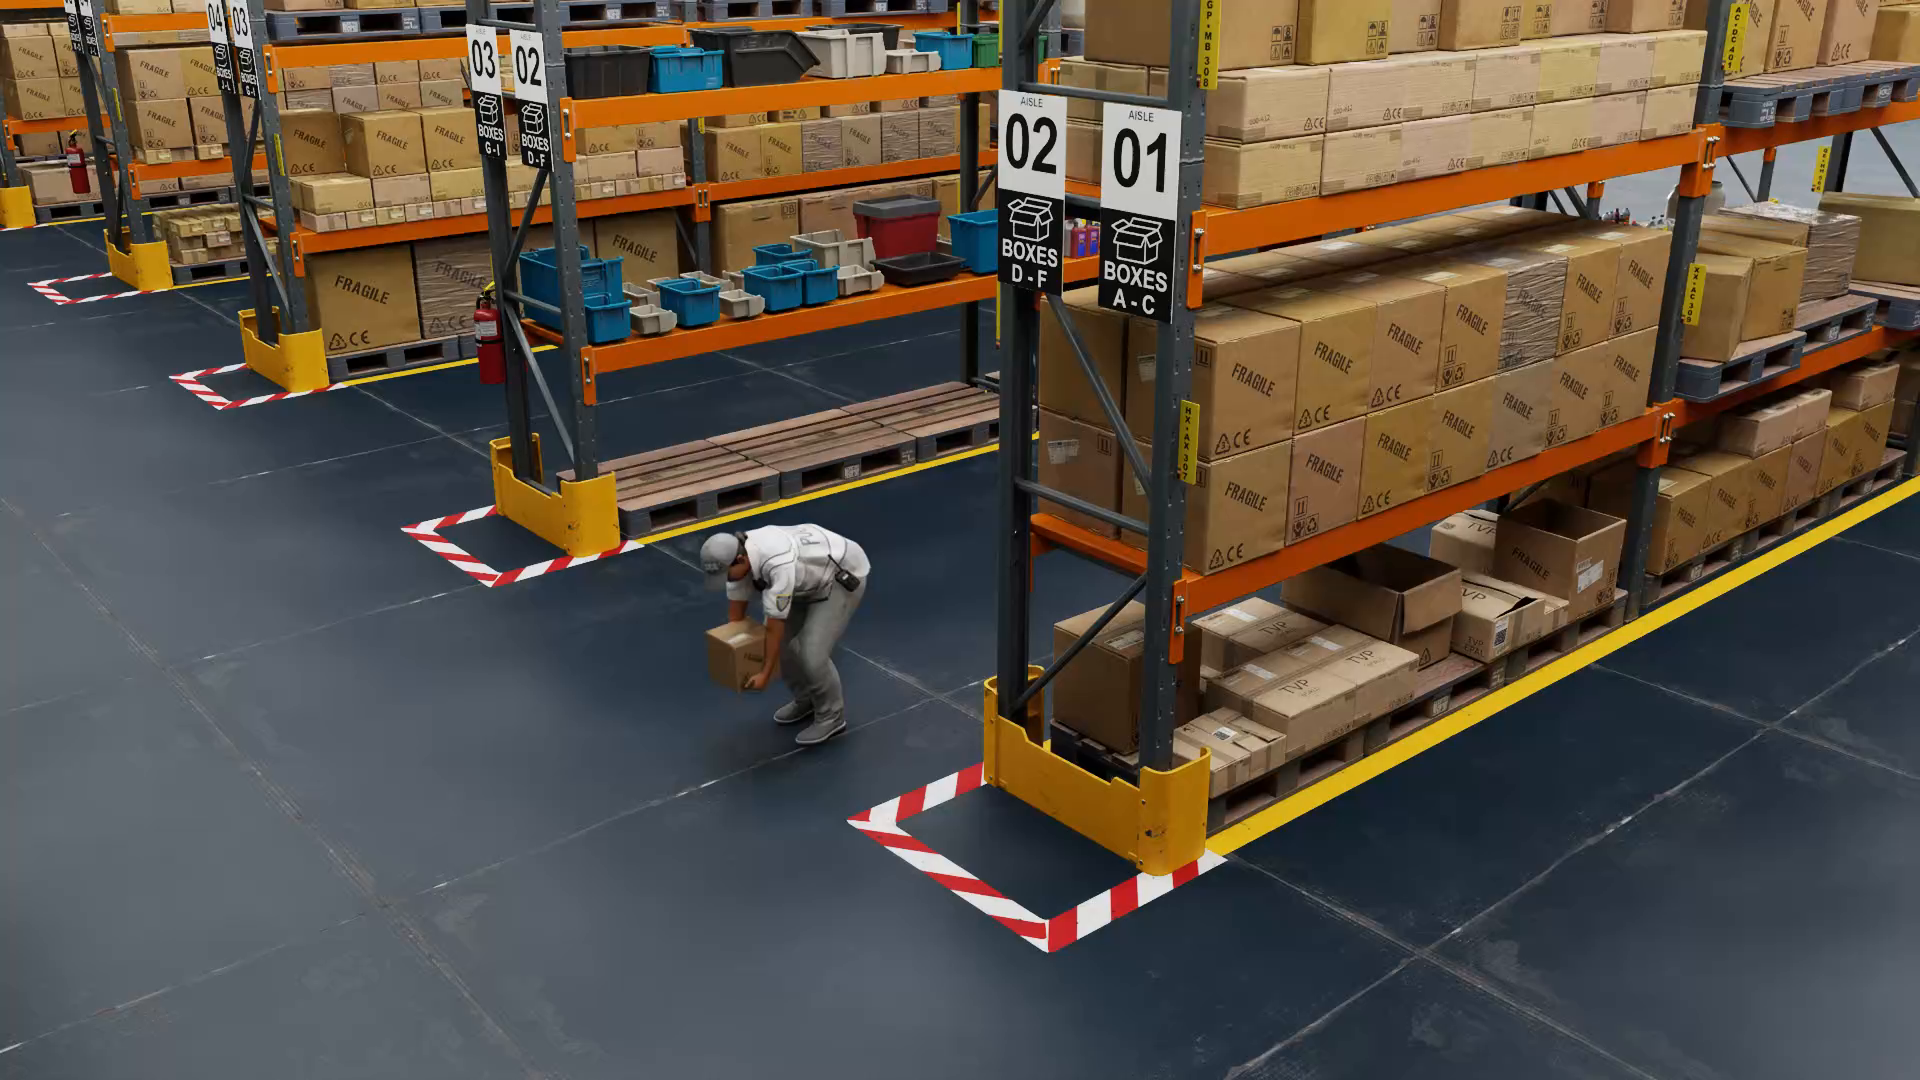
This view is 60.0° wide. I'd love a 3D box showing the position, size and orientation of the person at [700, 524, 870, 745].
[{"bbox_3d":[-0.865,0.432,8.146,0.916,1.177,0.476,-19,28,-39],"label":"person"}]
